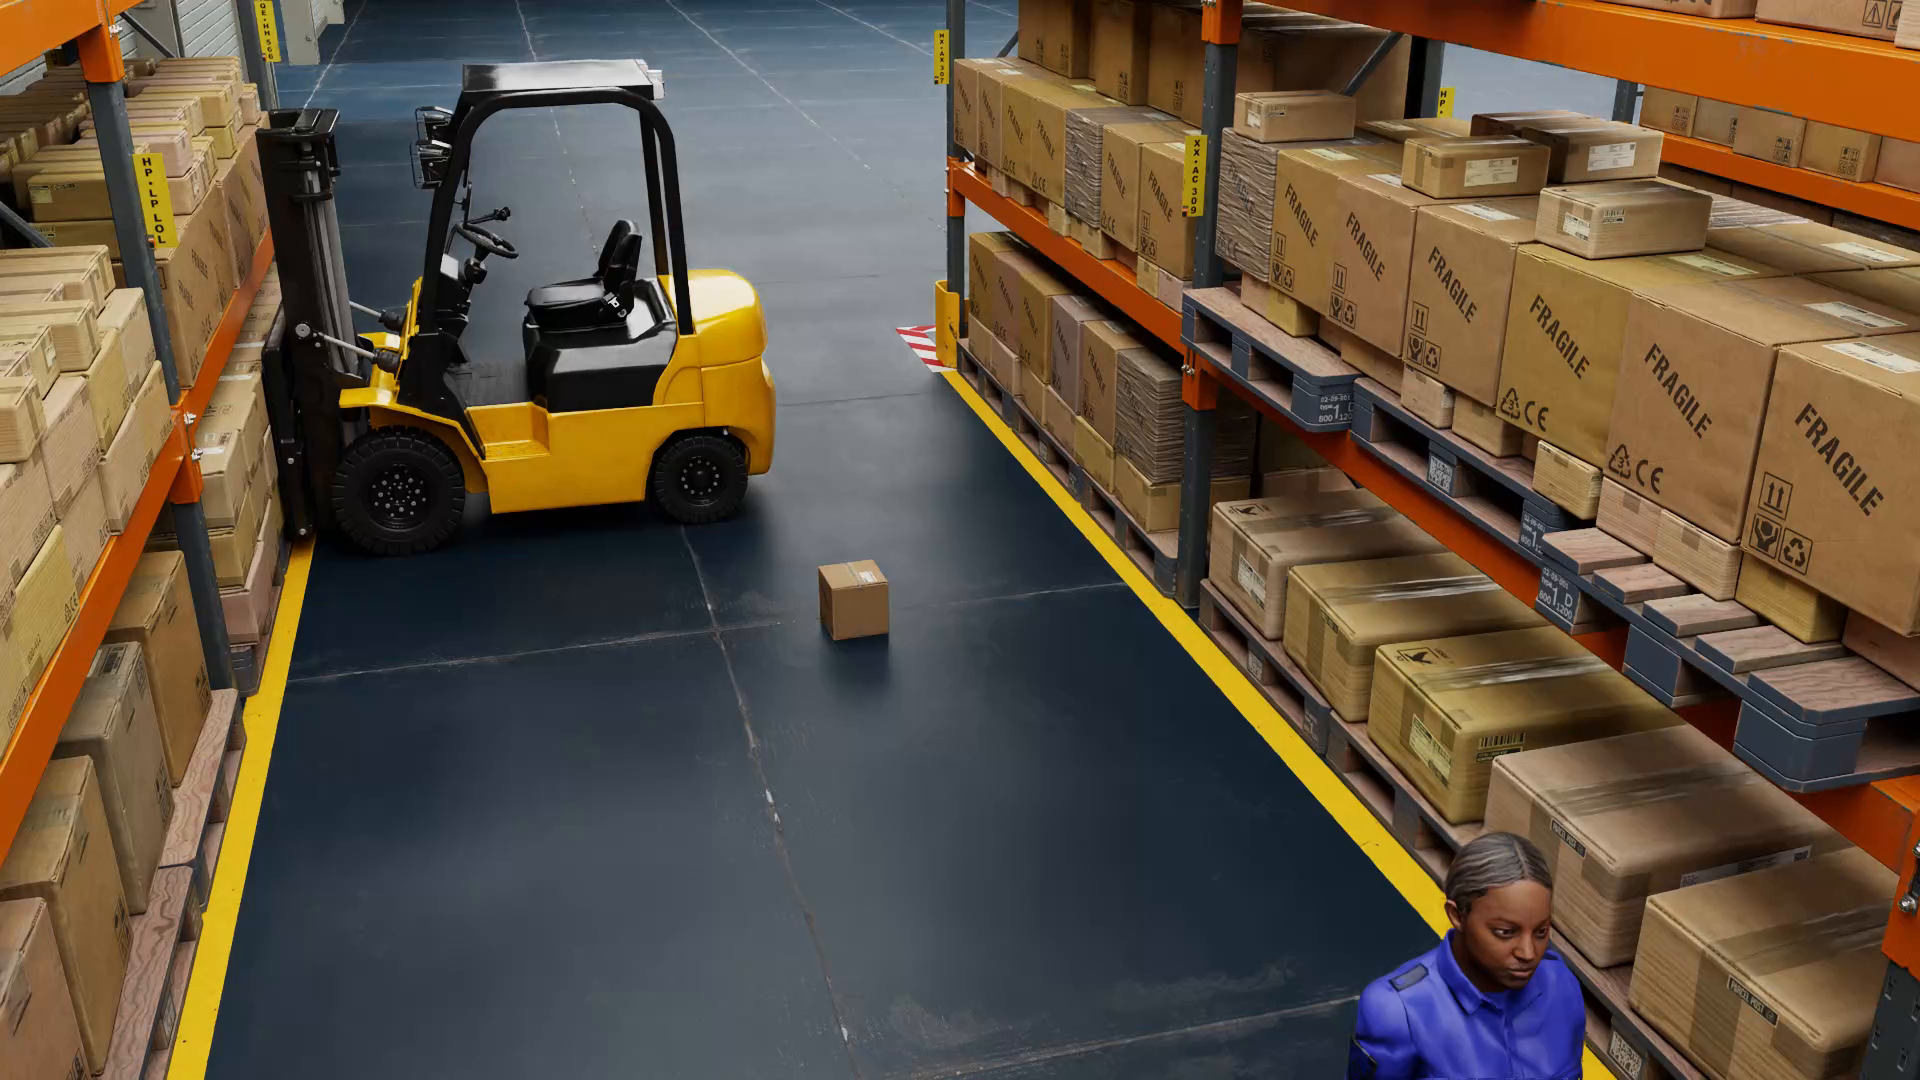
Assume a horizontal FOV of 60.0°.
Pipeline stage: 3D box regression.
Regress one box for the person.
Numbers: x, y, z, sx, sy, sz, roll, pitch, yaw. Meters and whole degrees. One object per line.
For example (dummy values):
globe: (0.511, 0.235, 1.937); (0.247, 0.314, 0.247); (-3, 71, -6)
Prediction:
person: (0.931, 1.301, 3.015); (0.444, 1.672, 0.423); (-8, 24, -19)
